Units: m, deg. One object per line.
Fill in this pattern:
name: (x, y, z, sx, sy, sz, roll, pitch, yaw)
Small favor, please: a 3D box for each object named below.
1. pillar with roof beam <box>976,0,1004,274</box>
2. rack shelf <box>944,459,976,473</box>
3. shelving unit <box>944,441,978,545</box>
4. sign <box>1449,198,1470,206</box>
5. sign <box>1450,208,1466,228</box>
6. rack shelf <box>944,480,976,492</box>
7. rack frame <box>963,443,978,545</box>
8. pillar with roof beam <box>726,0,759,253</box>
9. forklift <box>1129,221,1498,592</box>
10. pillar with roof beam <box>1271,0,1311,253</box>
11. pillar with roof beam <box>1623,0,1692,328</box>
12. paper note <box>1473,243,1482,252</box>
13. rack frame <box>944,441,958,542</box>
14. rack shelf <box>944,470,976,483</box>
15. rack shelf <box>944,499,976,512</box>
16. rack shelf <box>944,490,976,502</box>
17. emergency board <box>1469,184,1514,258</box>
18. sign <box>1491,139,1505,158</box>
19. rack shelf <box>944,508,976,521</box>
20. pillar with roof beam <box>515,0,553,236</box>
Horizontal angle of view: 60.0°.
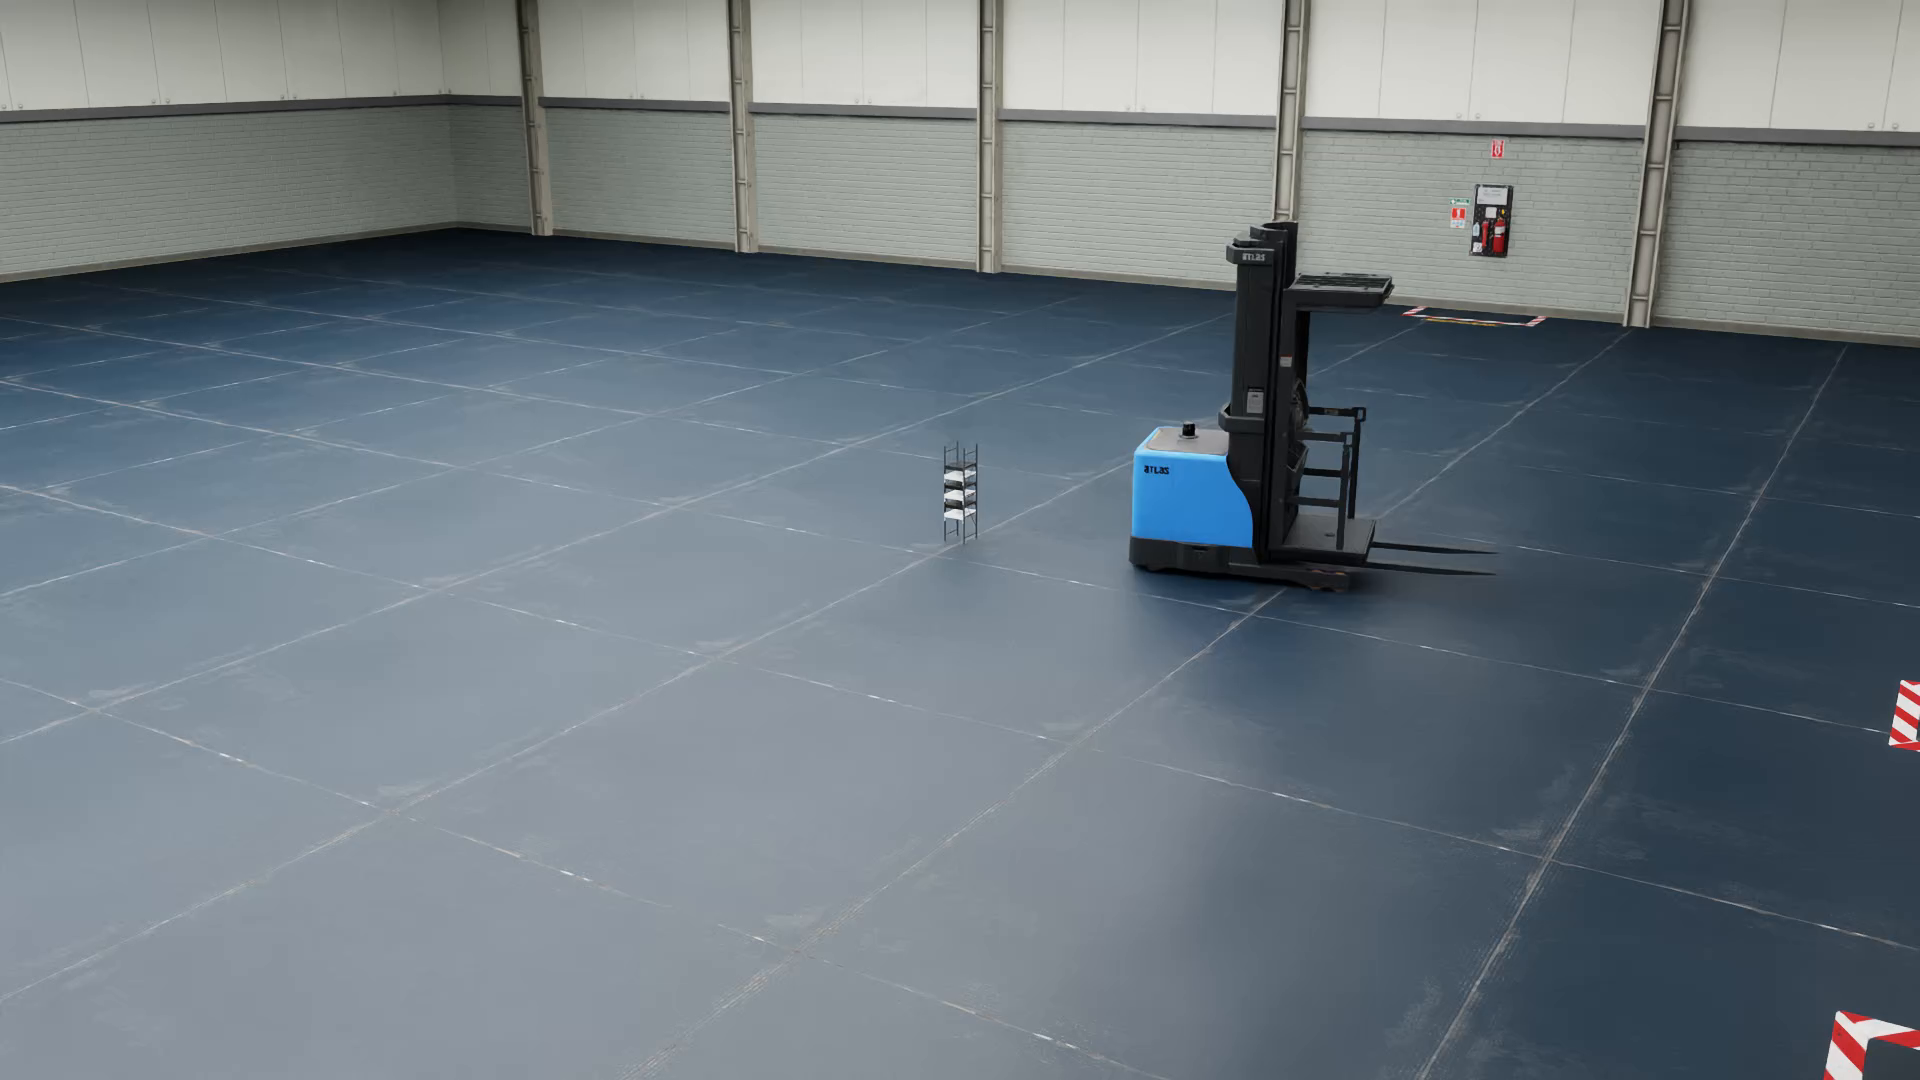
pillar with roof beam: (-1.685, -8.478, 27.676, 0.400, 9.000, 9.100, 10, 20, 30)
rack shelf: (0.007, -0.656, 15.046, 0.200, 0.077, 0.258, 10, 20, 30)
shelving unit: (0.007, -0.429, 15.115, 0.210, 0.900, 0.258, 10, 20, 30)
sign: (8.290, -5.611, 27.587, 0.331, 0.109, 0.001, 10, 20, 30)
sign: (8.291, -5.360, 27.674, 0.234, 0.329, 0.001, 10, 20, 30)
rack shelf: (0.007, -0.484, 15.099, 0.200, 0.077, 0.258, 10, 20, 30)
rack frame: (0.094, -0.414, 15.064, 0.006, 0.900, 0.240, 10, 20, 30)
pillar with roof beam: (-6.797, -9.390, 30.681, 0.400, 9.000, 9.100, 10, 20, 30)
forklift: (3.041, -1.140, 13.960, 3.031, 2.935, 1.130, 5, 18, 17)
pillar with roof beam: (3.428, -7.565, 24.672, 0.400, 9.000, 9.100, 10, 20, 30)
pillar with roof beam: (8.541, -6.652, 21.667, 0.400, 9.000, 9.100, 10, 20, 30)
paper note: (8.593, -4.856, 27.591, 0.142, 0.148, 0.016, 10, 20, 30)
rack frame: (-0.080, -0.445, 15.166, 0.006, 0.900, 0.240, 10, 20, 30)
rack shelf: (0.007, -0.570, 15.072, 0.200, 0.077, 0.258, 10, 20, 30)
rack shelf: (0.007, -0.311, 15.151, 0.200, 0.077, 0.258, 10, 20, 30)
rack shelf: (0.007, -0.397, 15.125, 0.200, 0.077, 0.258, 10, 20, 30)
emergency board: (8.708, -5.233, 27.318, 0.643, 1.169, 0.194, 10, 20, 30)
sign: (8.753, -6.369, 27.066, 0.199, 0.298, 0.001, 10, 20, 30)
rack shelf: (0.007, -0.225, 15.177, 0.200, 0.077, 0.258, 10, 20, 30)
pillar with roof beam: (-11.910, -10.303, 33.685, 0.400, 9.000, 9.100, 10, 20, 30)
